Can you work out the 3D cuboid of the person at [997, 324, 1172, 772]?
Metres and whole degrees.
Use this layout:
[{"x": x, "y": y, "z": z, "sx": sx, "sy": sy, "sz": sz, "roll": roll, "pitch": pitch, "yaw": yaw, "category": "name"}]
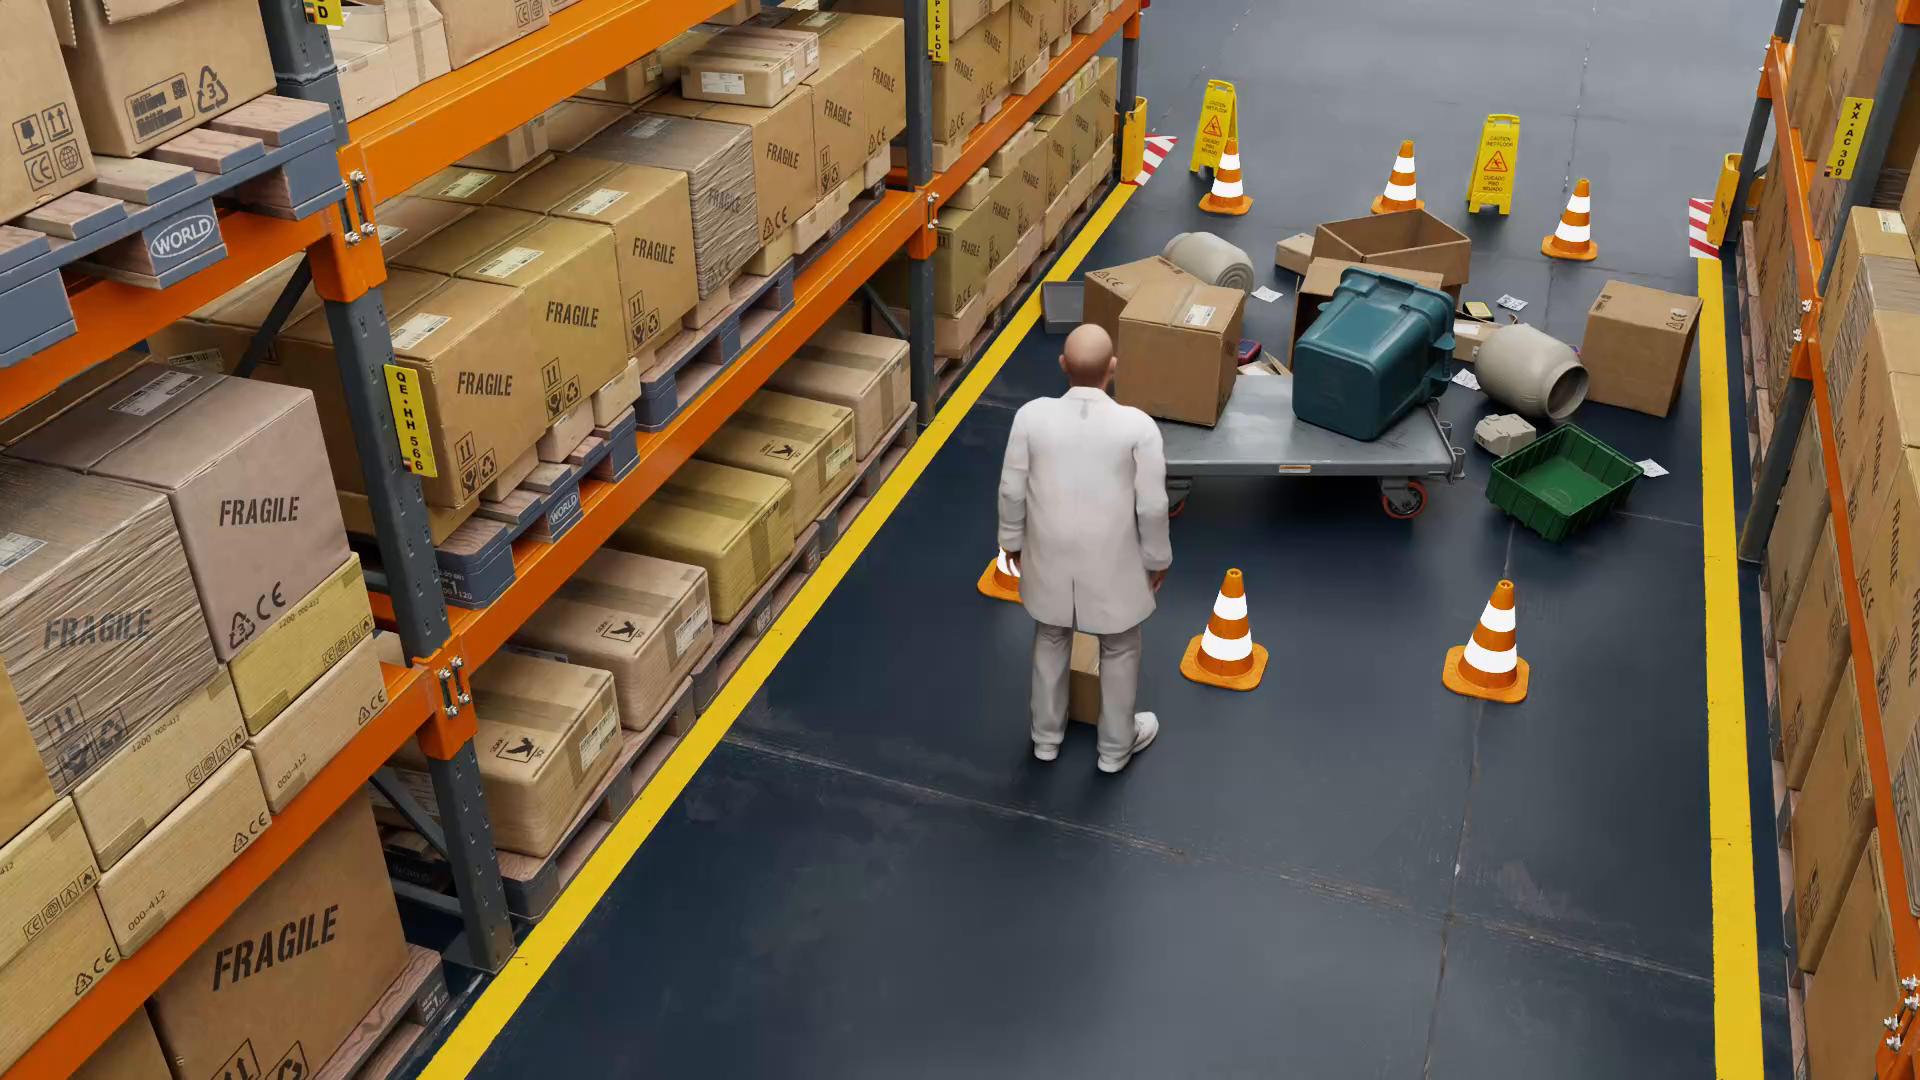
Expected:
[{"x": 0.451, "y": 0.050, "z": 6.077, "sx": 0.647, "sy": 1.772, "sz": 0.429, "roll": 9, "pitch": 34, "yaw": 14, "category": "person"}]
